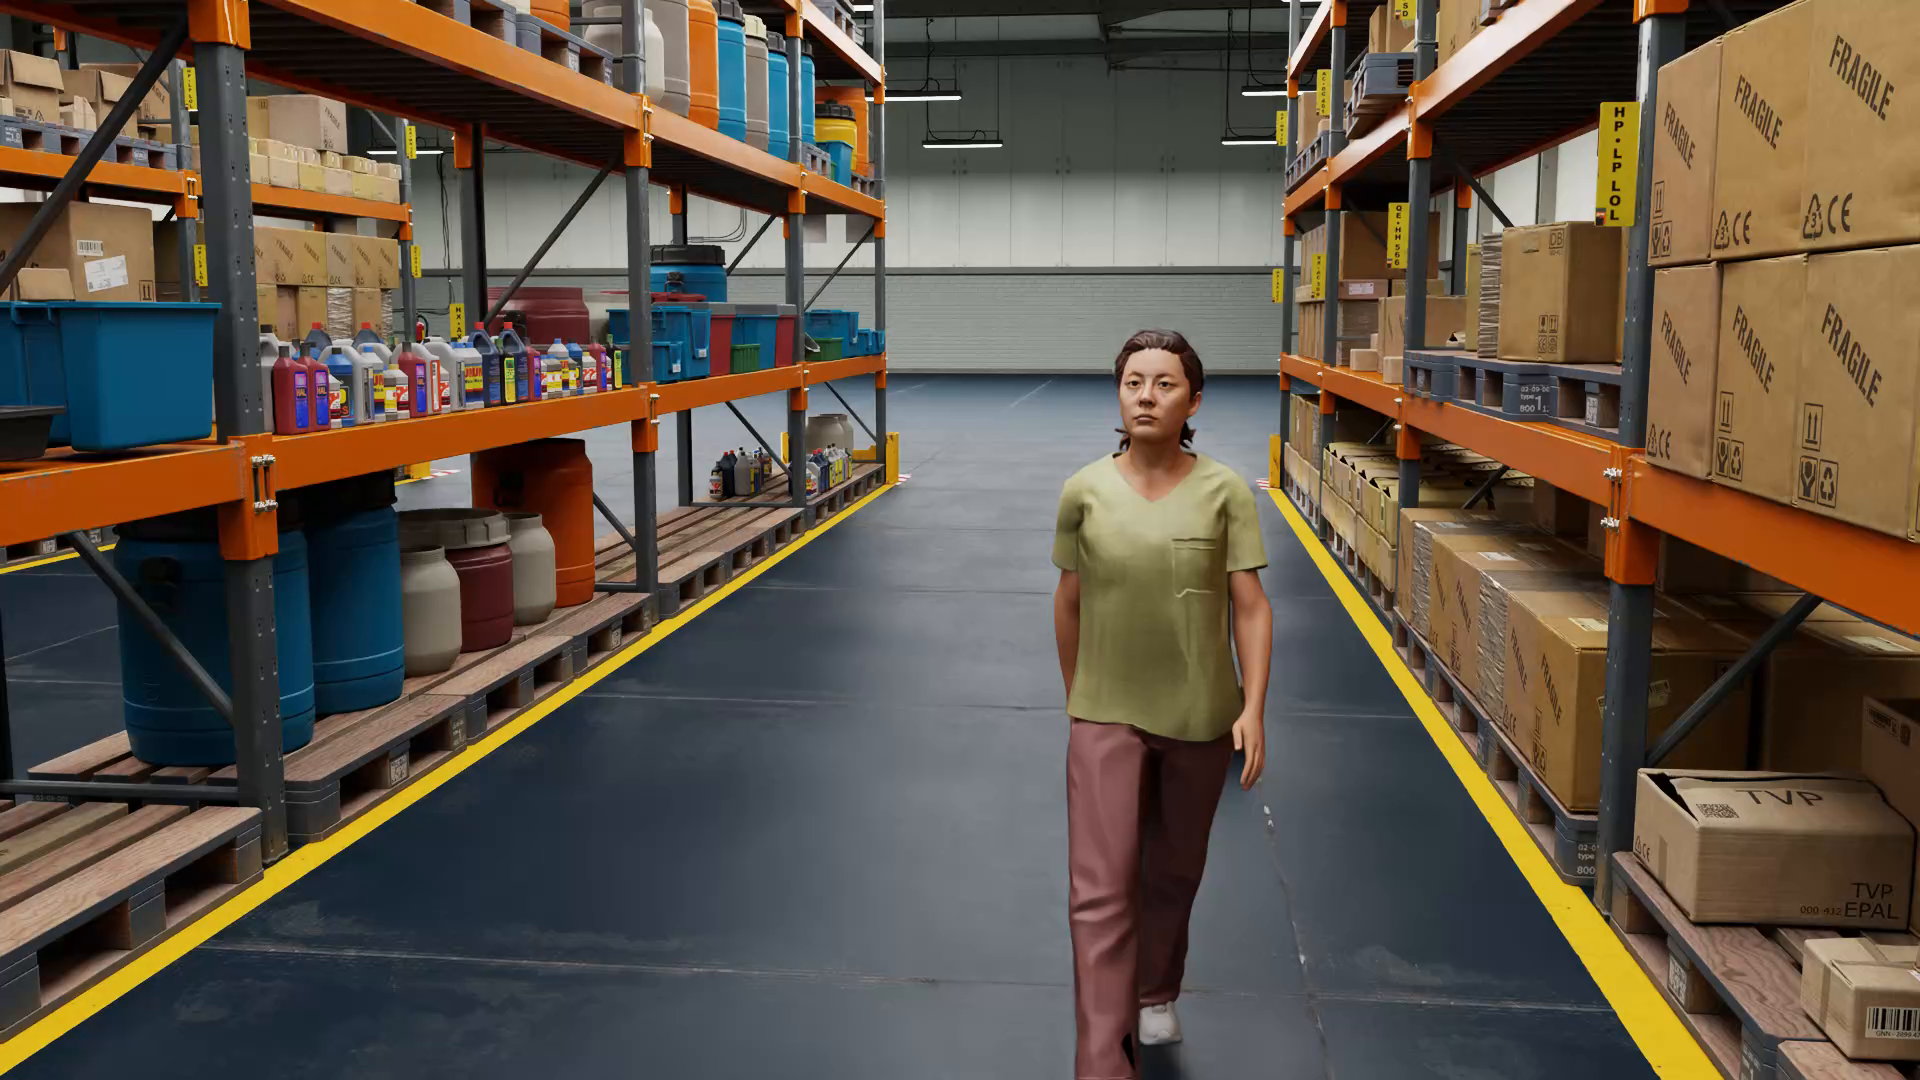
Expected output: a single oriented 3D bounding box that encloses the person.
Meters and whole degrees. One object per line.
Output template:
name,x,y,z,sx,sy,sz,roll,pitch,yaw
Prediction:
person,0.413,0.379,3.398,0.453,1.611,1.005,0,8,3
